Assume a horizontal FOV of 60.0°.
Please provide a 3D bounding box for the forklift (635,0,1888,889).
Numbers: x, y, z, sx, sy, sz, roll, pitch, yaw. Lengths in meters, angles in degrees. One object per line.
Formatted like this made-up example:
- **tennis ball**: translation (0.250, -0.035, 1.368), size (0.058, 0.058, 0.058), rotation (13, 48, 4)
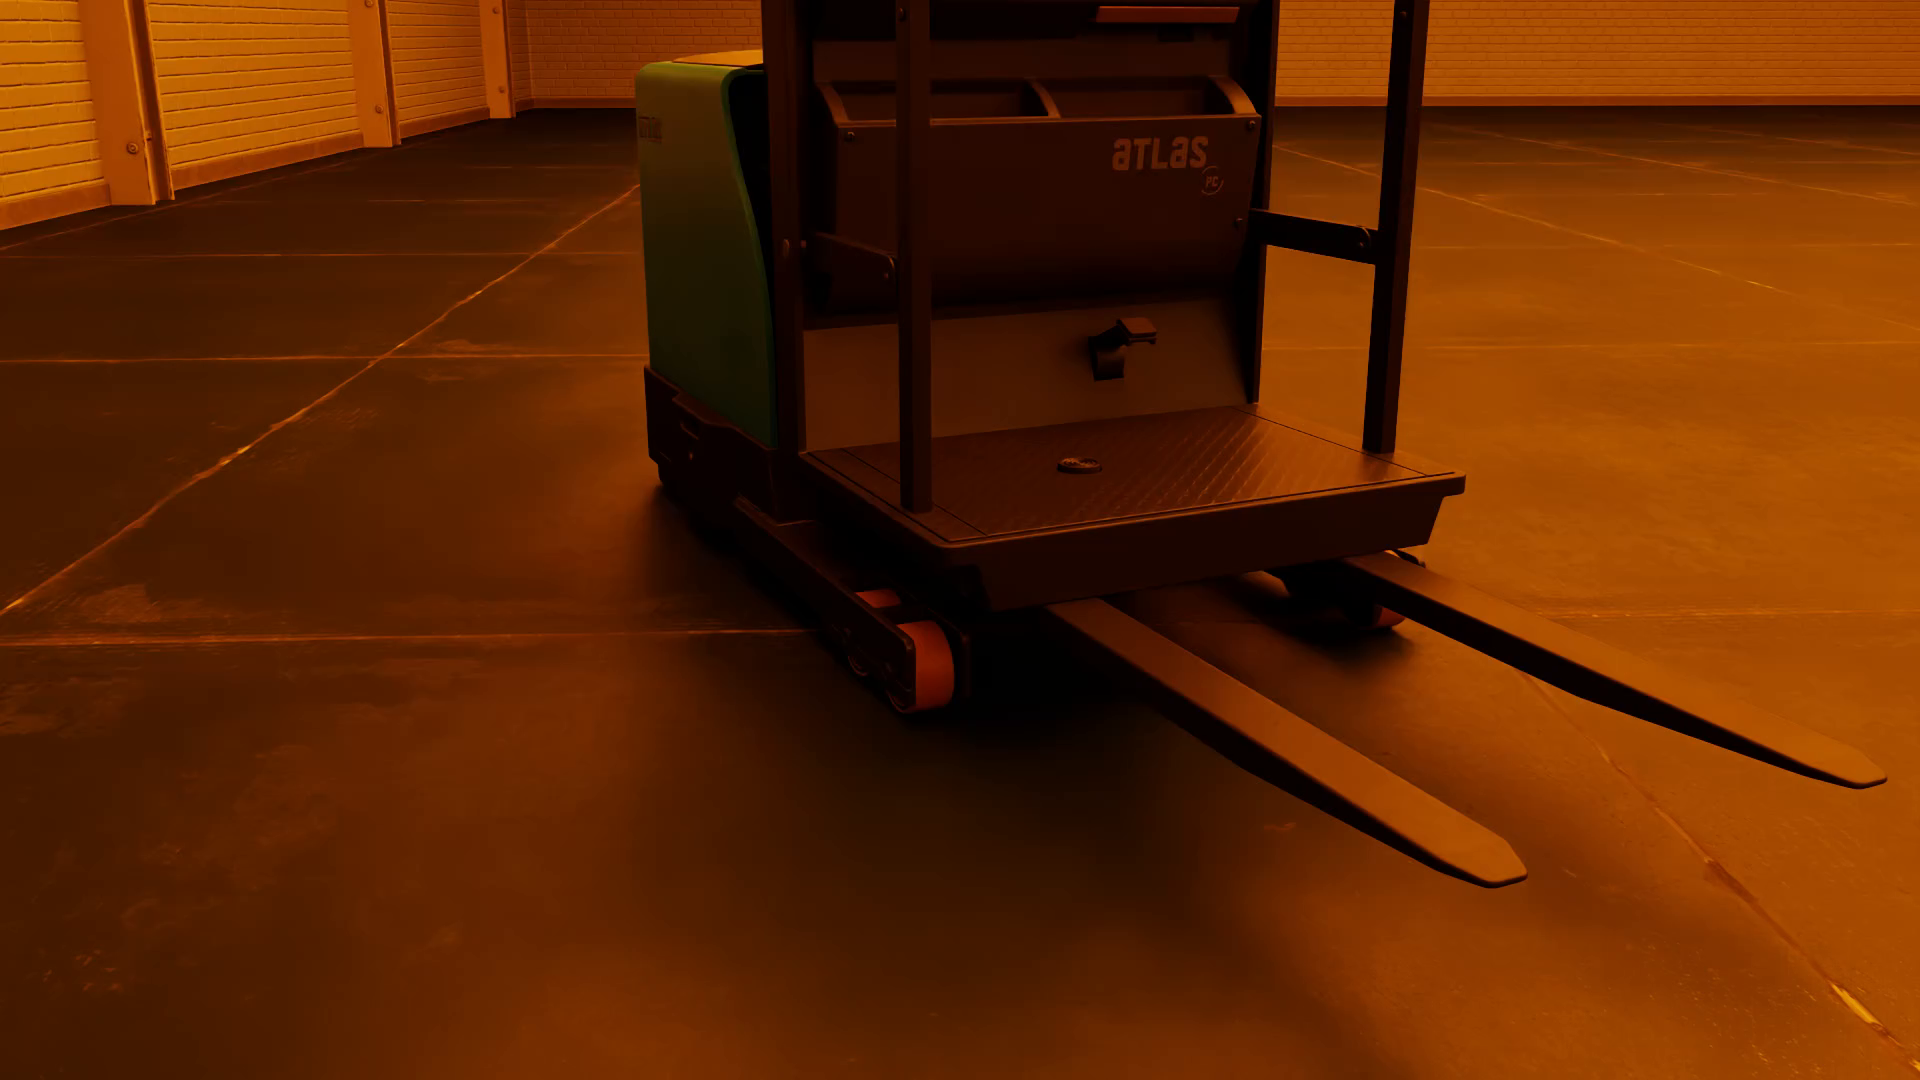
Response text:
- **forklift**: translation (0.258, -1.240, 2.962), size (1.130, 2.935, 3.031), rotation (-8, 19, -24)
